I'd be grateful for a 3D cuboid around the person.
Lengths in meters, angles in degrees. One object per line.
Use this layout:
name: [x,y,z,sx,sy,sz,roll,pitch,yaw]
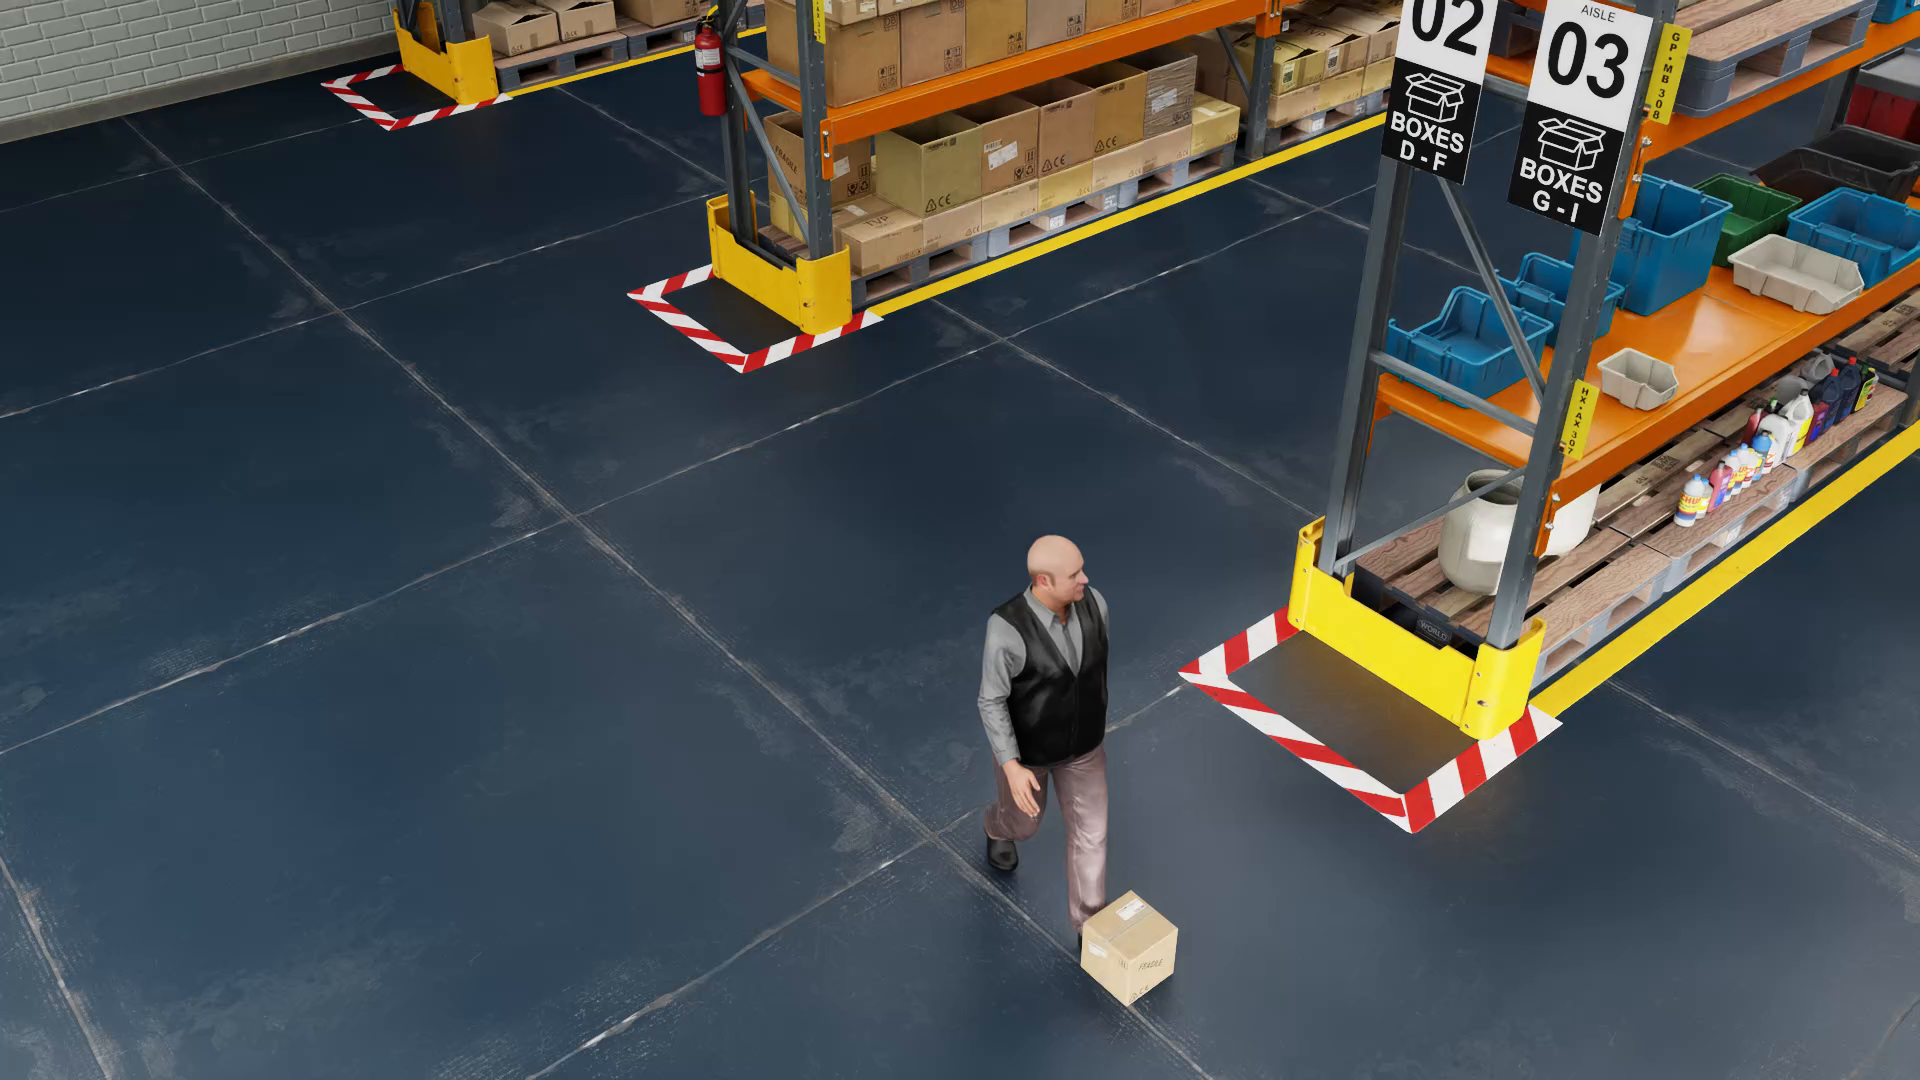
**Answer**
person: [0.361,0.767,6.059,0.590,1.676,0.941,-17,39,-22]
